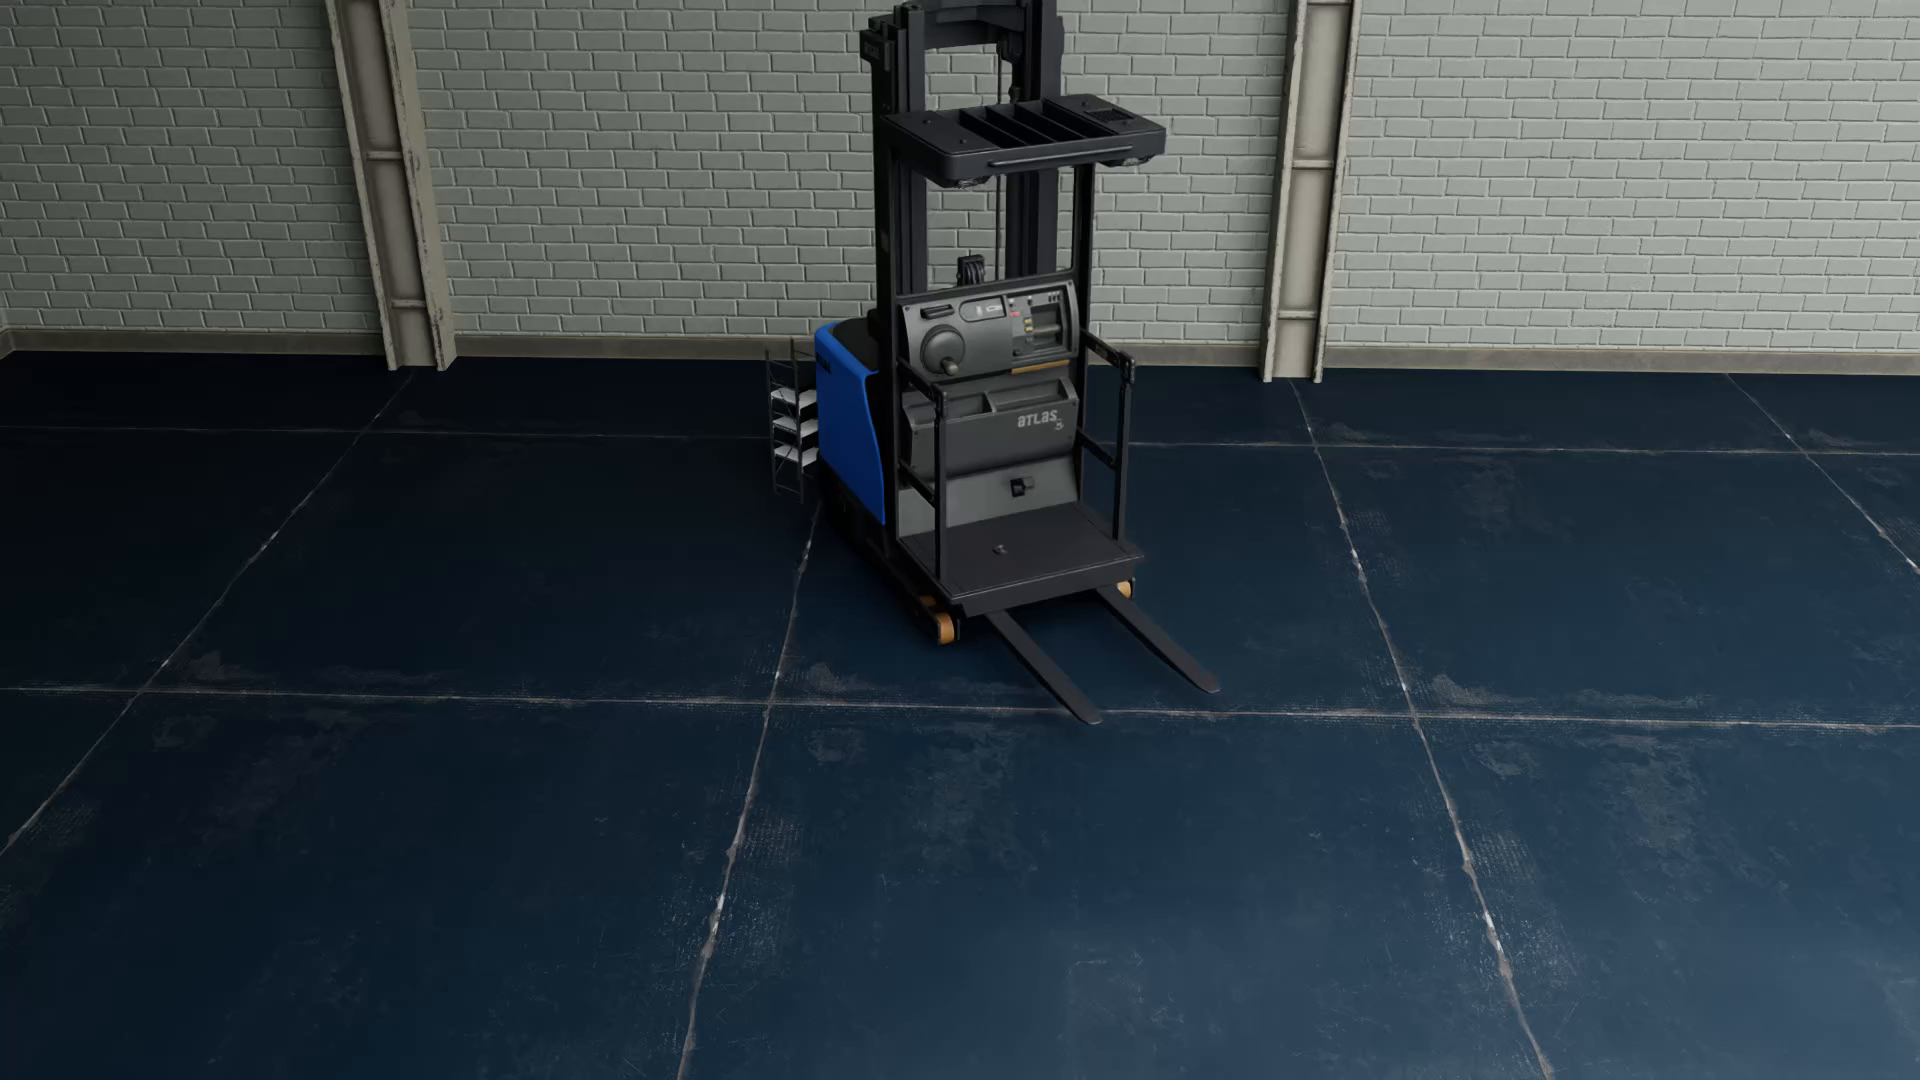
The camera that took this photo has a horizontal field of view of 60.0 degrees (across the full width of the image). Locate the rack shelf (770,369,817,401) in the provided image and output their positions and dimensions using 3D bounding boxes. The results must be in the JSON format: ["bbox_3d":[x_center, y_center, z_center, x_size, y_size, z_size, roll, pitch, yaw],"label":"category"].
[{"bbox_3d":[-0.937,-0.887,9.458,0.258,0.077,0.200,21,34,34],"label":"rack shelf"}]

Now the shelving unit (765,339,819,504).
[{"bbox_3d":[-0.937,-0.678,9.569,0.258,0.900,0.210,21,34,34],"label":"shelving unit"}]

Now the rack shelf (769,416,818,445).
[{"bbox_3d":[-0.937,-0.649,9.584,0.258,0.077,0.200,21,34,34],"label":"rack shelf"}]

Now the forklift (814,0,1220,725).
[{"bbox_3d":[0.247,-1.002,8.011,1.130,2.935,3.031,-12,30,-21],"label":"forklift"}]

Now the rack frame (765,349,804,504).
[{"bbox_3d":[-1.001,-0.641,9.499,0.240,0.900,0.006,21,34,34],"label":"rack frame"}]

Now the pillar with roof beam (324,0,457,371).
[{"bbox_3d":[-3.892,-3.201,5.680,0.400,9.000,9.100,1,28,2],"label":"pillar with roof beam"}]

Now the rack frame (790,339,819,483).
[{"bbox_3d":[-0.874,-0.715,9.639,0.240,0.900,0.006,21,34,34],"label":"rack frame"}]

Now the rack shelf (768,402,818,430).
[{"bbox_3d":[-0.937,-0.728,9.542,0.258,0.077,0.200,21,34,34],"label":"rack shelf"}]

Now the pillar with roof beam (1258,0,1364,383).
[{"bbox_3d":[2.105,-3.102,5.493,0.400,9.000,9.100,1,28,2],"label":"pillar with roof beam"}]

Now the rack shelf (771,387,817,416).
[{"bbox_3d":[-0.937,-0.808,9.500,0.258,0.077,0.200,21,34,34],"label":"rack shelf"}]

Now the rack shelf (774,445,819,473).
[{"bbox_3d":[-0.937,-0.490,9.669,0.258,0.077,0.200,21,34,34],"label":"rack shelf"}]

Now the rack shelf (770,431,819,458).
[{"bbox_3d":[-0.937,-0.569,9.627,0.258,0.077,0.200,21,34,34],"label":"rack shelf"}]
